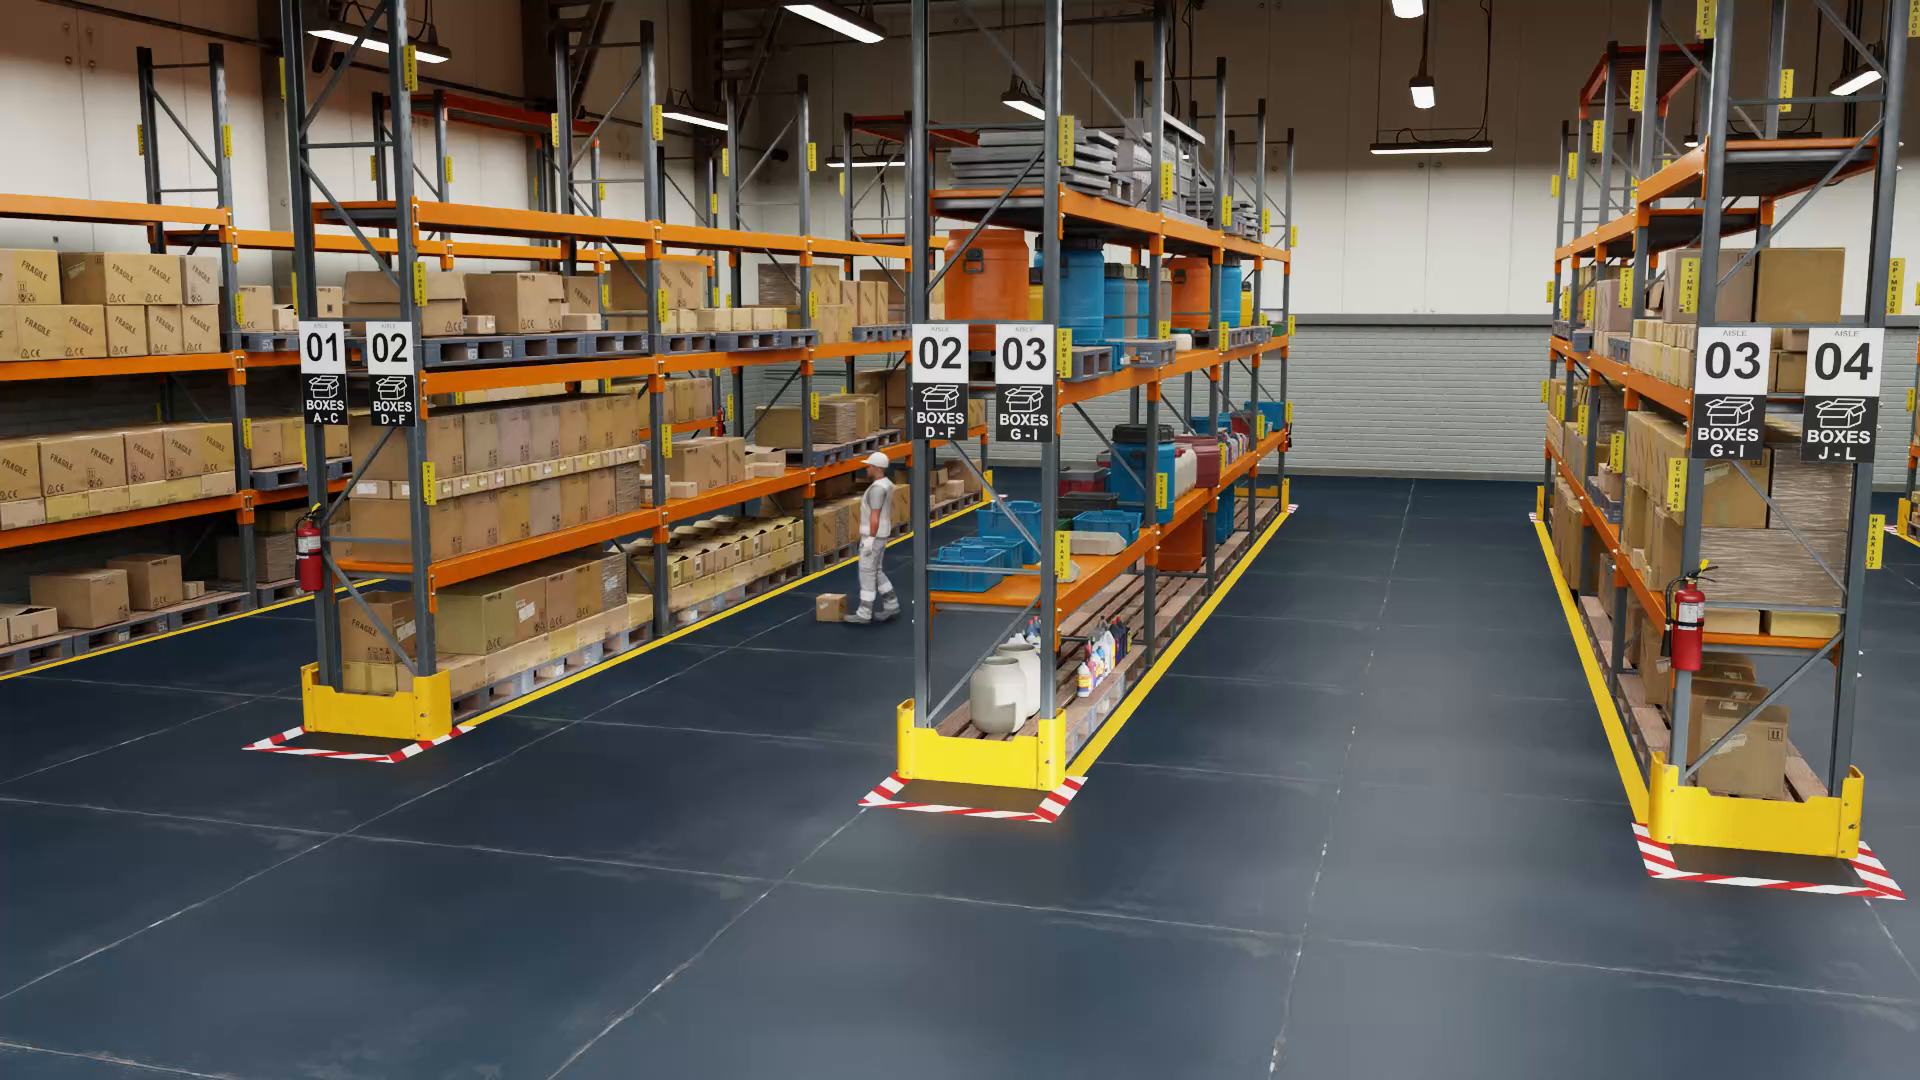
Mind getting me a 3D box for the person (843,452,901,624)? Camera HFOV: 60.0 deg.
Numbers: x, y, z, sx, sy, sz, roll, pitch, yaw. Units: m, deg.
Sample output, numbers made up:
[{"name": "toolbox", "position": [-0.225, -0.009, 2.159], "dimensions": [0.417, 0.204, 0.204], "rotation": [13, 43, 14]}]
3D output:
[{"name": "person", "position": [-0.938, -0.027, 17.400], "dimensions": [0.549, 1.791, 0.568], "rotation": [2, 8, 11]}]
